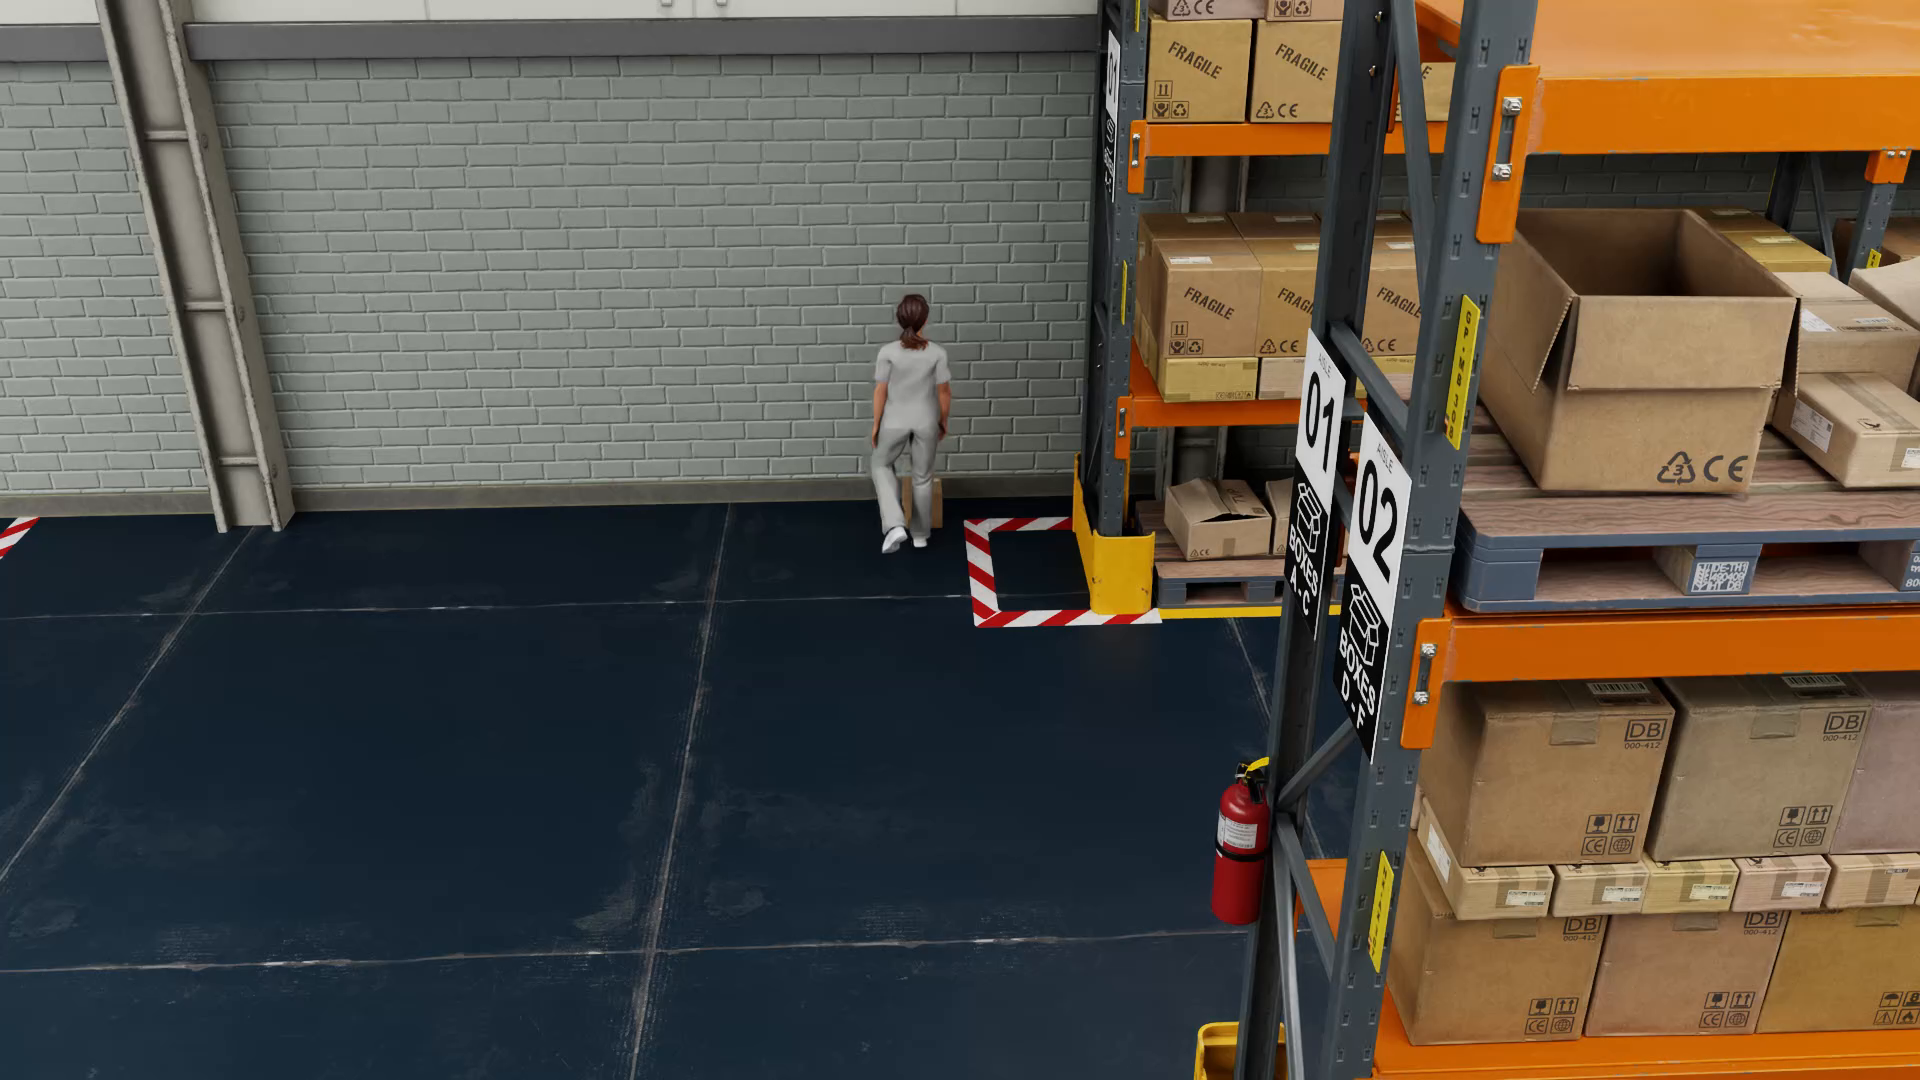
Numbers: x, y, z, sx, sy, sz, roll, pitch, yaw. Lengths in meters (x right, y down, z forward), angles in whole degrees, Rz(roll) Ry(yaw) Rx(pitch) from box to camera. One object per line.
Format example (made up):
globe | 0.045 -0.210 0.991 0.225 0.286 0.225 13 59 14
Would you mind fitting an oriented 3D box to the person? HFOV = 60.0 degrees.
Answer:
person | -0.296 -0.687 9.885 0.479 1.669 0.572 -4 28 -7
